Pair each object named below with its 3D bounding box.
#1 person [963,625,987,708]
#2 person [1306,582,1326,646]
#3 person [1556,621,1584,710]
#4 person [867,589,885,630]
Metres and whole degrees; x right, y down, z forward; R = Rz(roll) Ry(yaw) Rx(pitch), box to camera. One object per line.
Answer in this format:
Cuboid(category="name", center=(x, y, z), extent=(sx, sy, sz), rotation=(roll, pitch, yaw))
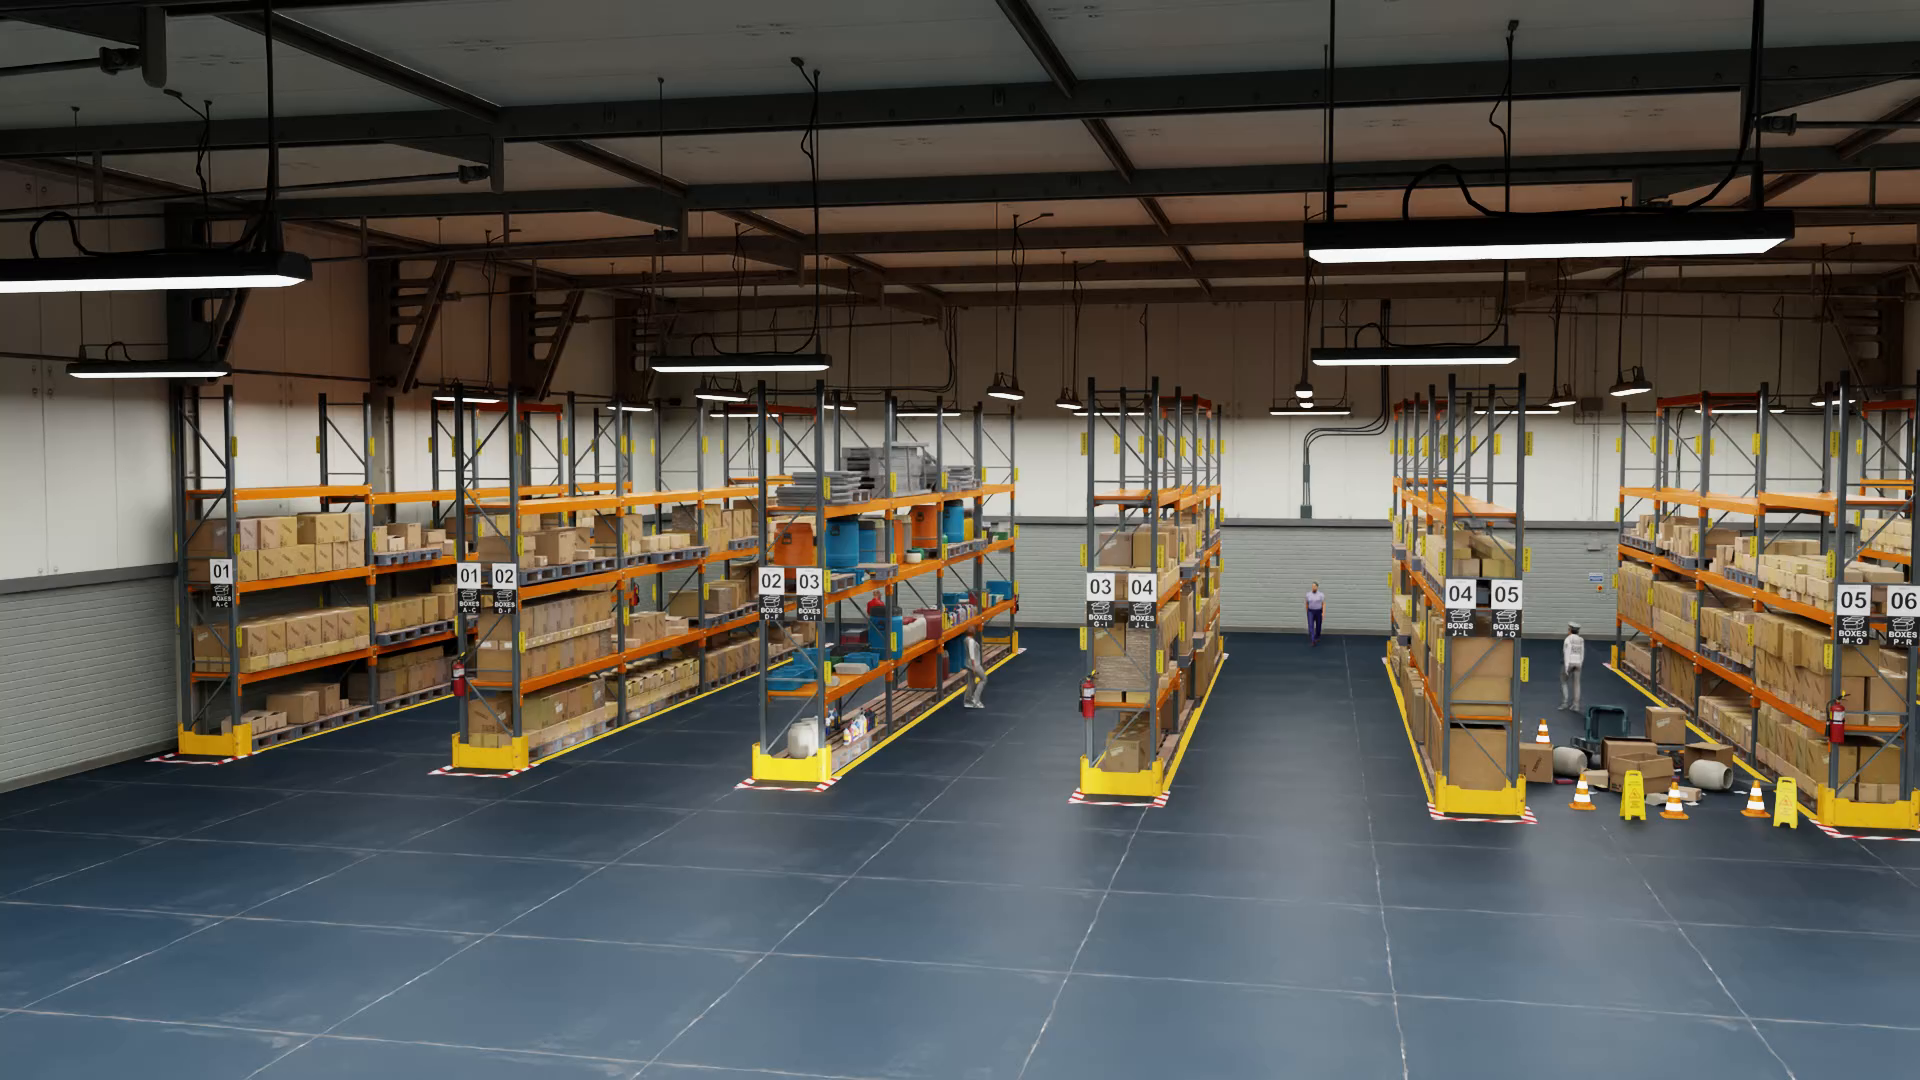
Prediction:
Cuboid(category="person", center=(0.260, 2.425, 31.914), extent=(0.438, 1.598, 0.442), rotation=(-2, 4, -25))
Cuboid(category="person", center=(8.958, 1.849, 41.868), extent=(0.481, 1.588, 1.034), rotation=(1, 3, 9))
Cuboid(category="person", center=(11.651, 2.422, 31.562), extent=(0.470, 1.727, 0.592), rotation=(0, 3, 1))
Cuboid(category="person", center=(-1.937, 1.999, 38.323), extent=(0.528, 1.724, 0.573), rotation=(-3, 4, -43))
